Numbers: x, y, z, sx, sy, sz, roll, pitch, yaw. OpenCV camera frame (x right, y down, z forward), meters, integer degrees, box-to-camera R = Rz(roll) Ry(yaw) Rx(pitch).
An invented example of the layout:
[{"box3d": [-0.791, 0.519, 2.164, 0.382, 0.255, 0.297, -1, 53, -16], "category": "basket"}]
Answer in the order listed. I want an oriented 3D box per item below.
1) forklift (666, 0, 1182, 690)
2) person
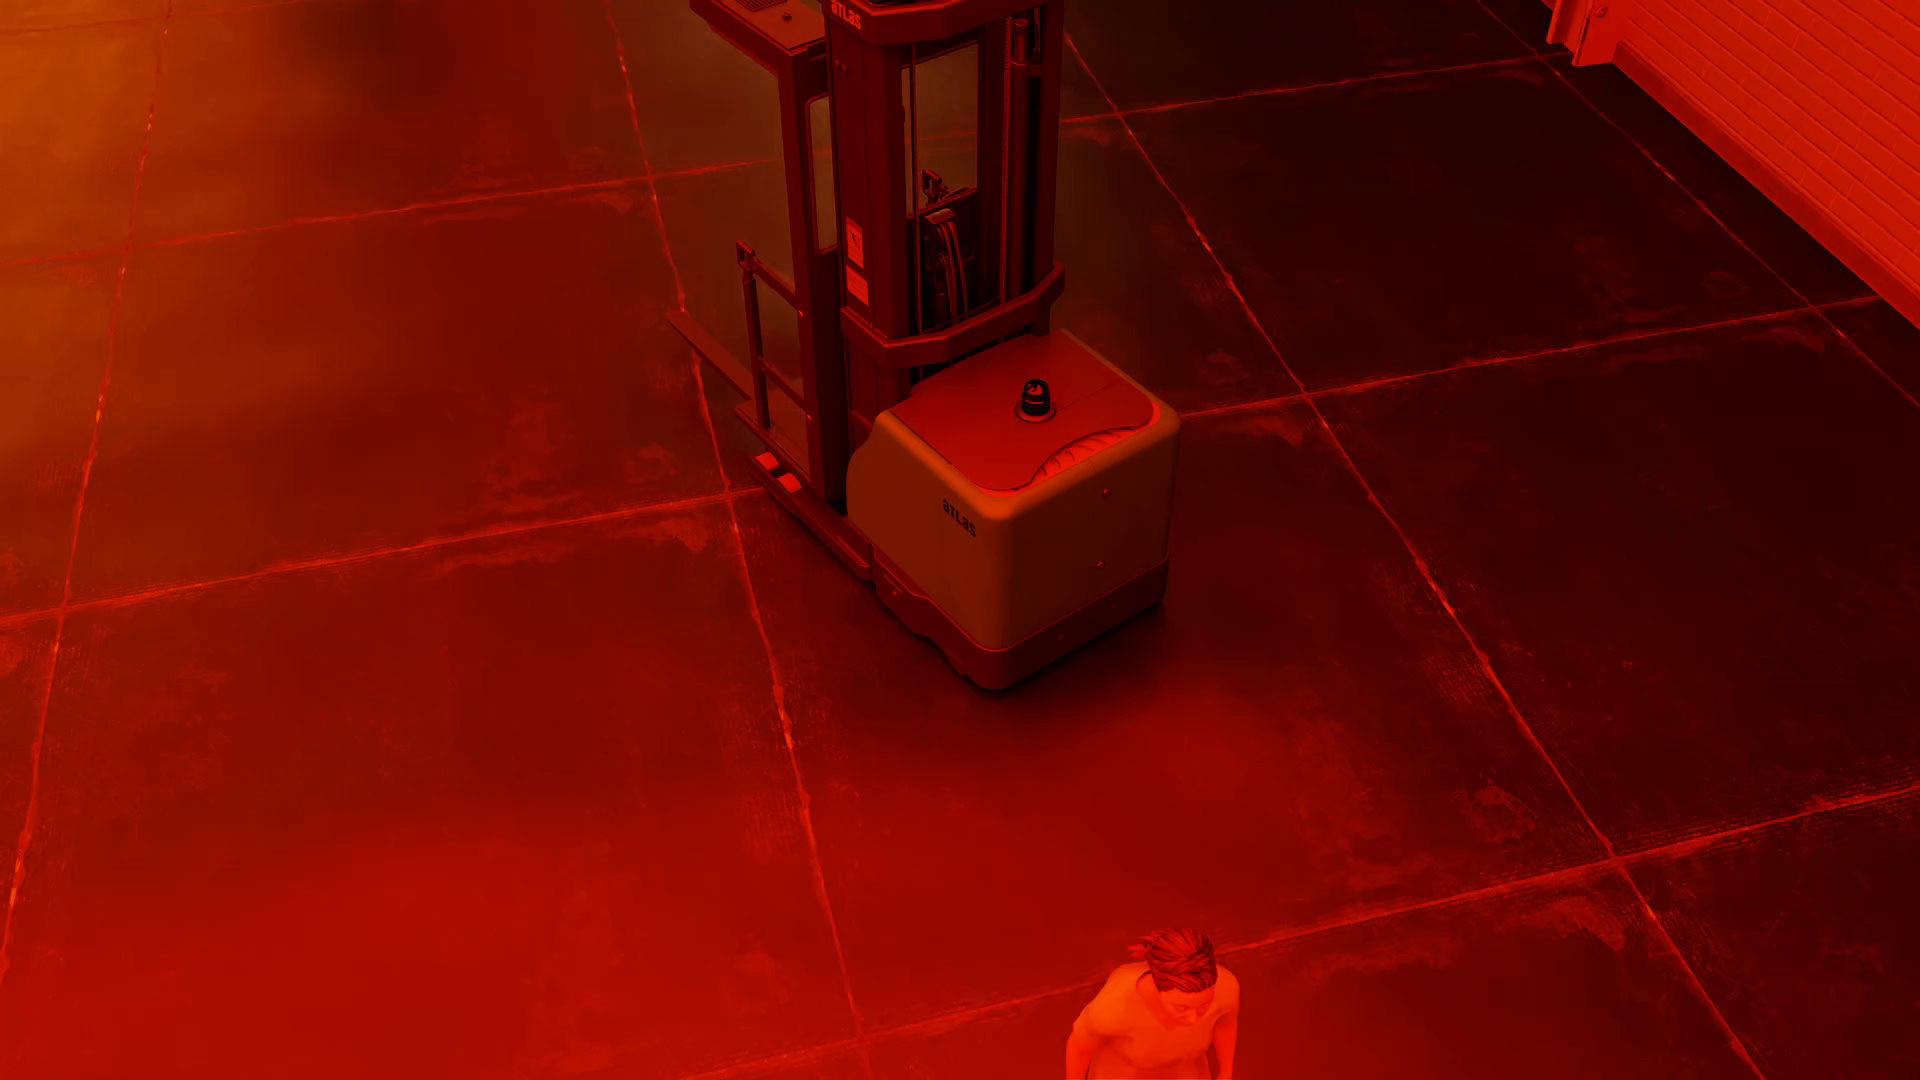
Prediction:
[{"box3d": [-0.366, -1.399, 7.126, 1.130, 2.935, 3.031, -27, 50, -26], "category": "forklift"}, {"box3d": [0.551, 1.617, 4.852, 0.519, 1.673, 0.356, -7, 44, -8], "category": "person"}]
